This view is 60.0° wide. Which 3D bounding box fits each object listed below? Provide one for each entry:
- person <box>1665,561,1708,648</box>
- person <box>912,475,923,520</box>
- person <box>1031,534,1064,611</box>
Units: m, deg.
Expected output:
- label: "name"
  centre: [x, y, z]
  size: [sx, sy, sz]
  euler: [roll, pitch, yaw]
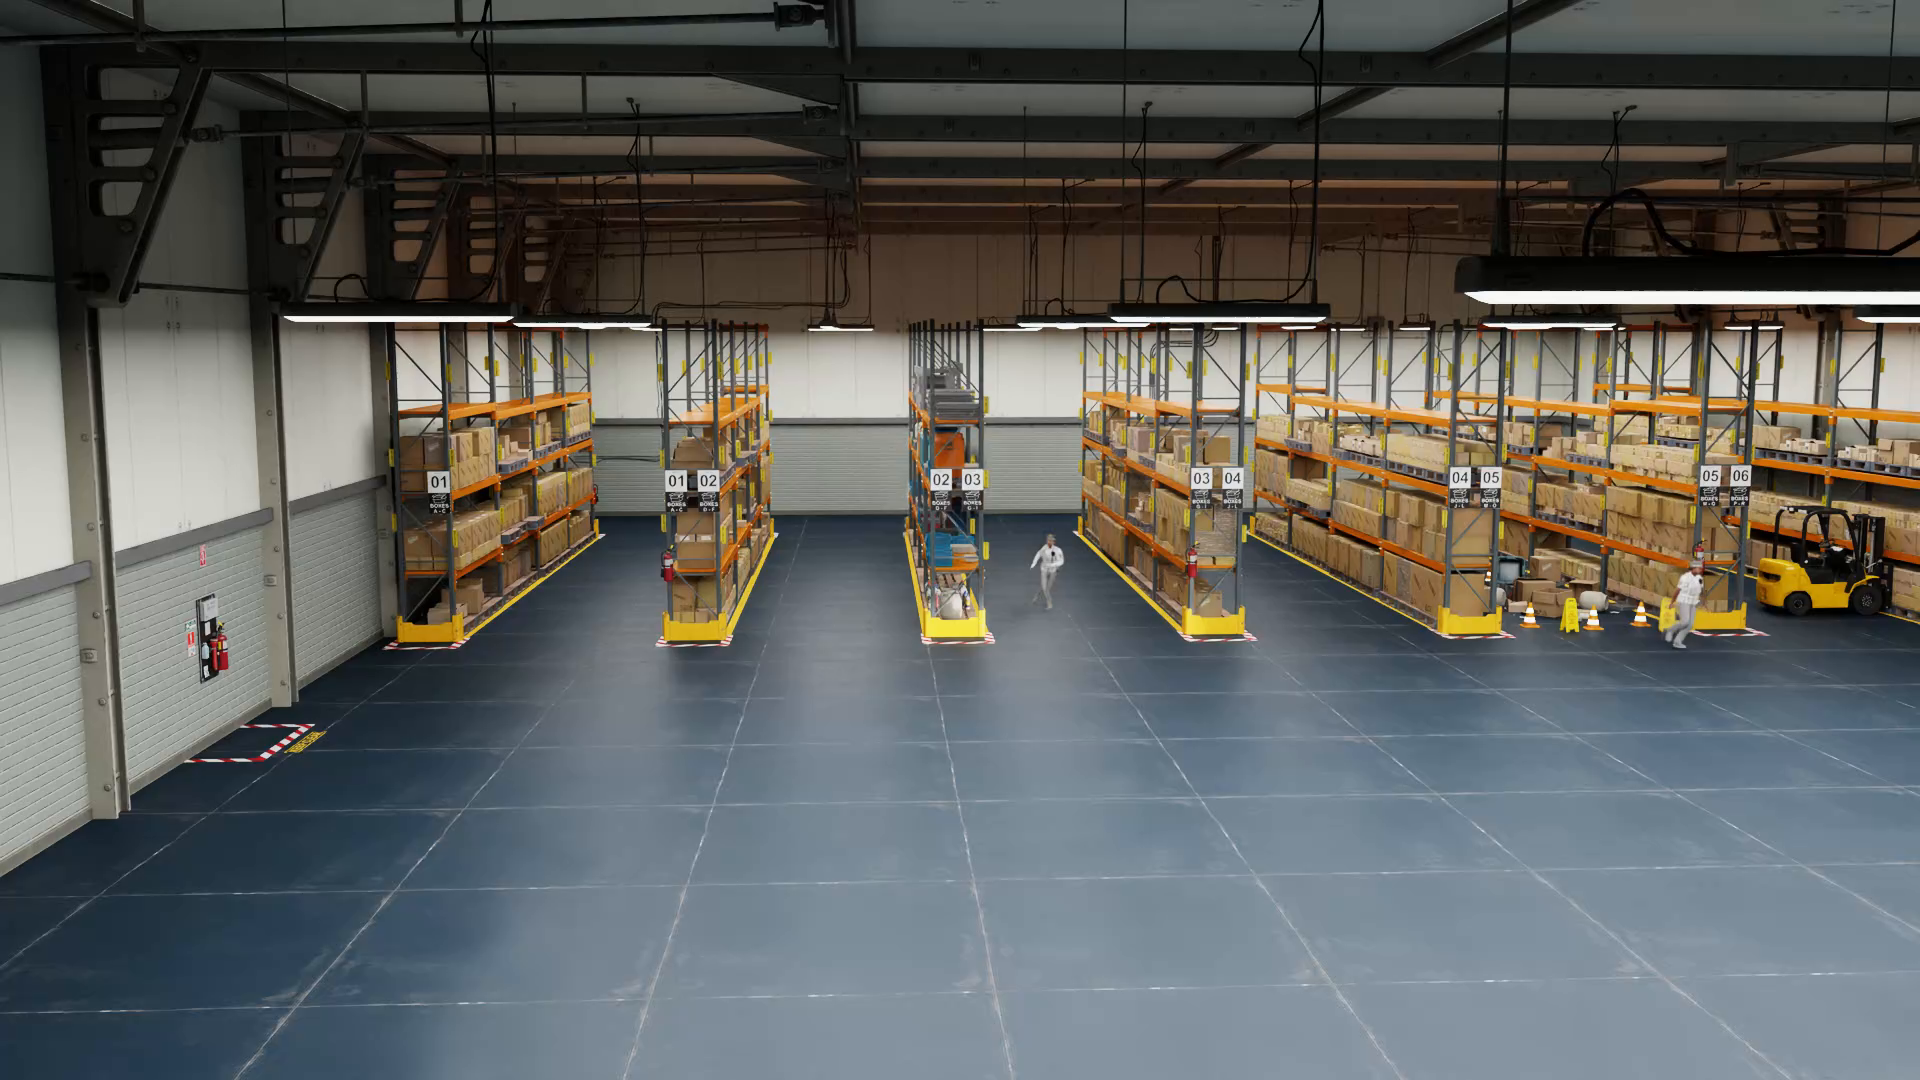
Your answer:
- label: "person"
  centre: [13.304, 1.170, 30.399]
  size: [0.581, 1.621, 0.570]
  euler: [-3, 8, -22]
- label: "person"
  centre: [-1.034, -1.129, 48.574]
  size: [0.938, 1.680, 0.637]
  euler: [4, 8, 32]
- label: "person"
  centre: [1.829, 0.654, 34.807]
  size: [0.711, 1.630, 0.638]
  euler: [1, 7, 9]
